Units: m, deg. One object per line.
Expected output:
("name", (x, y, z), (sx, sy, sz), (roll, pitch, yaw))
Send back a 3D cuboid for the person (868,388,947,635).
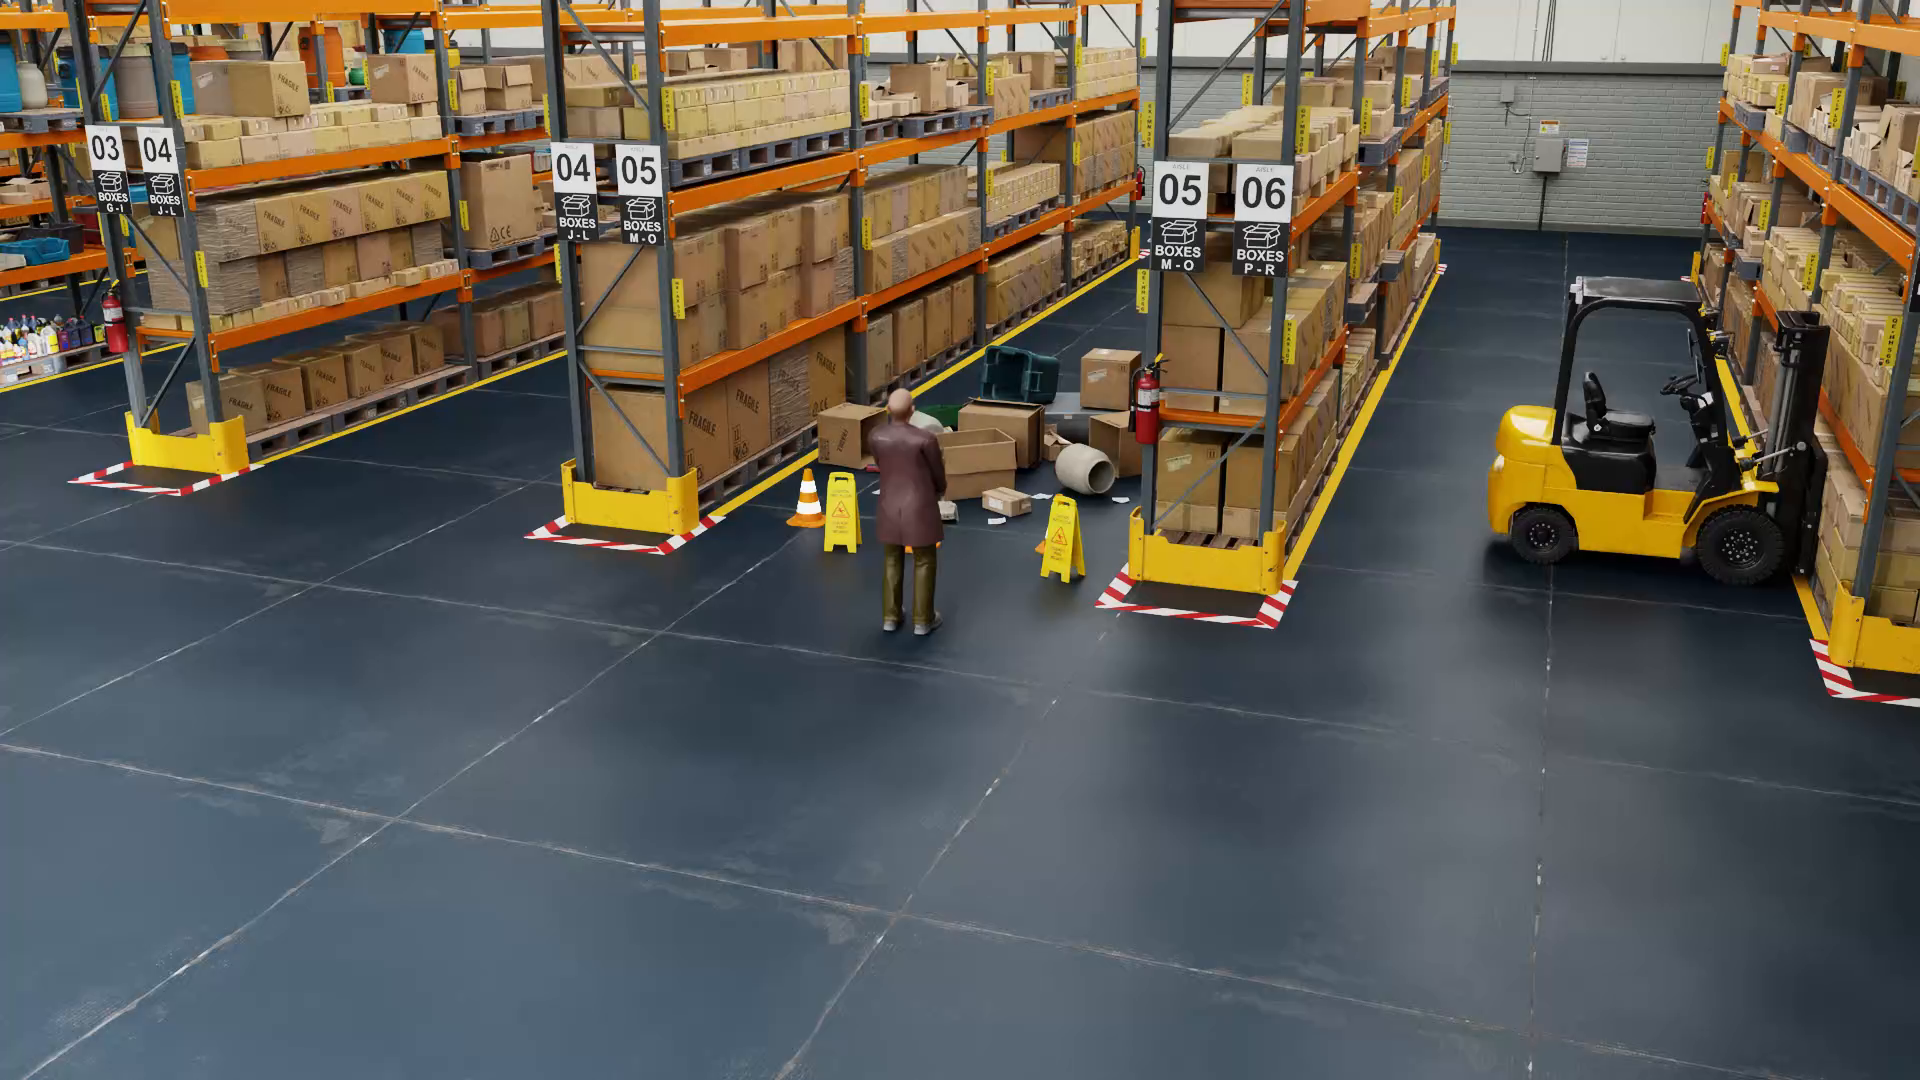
("person", (-0.335, -0.242, 11.819), (0.528, 1.773, 0.558), (7, 19, 19))
